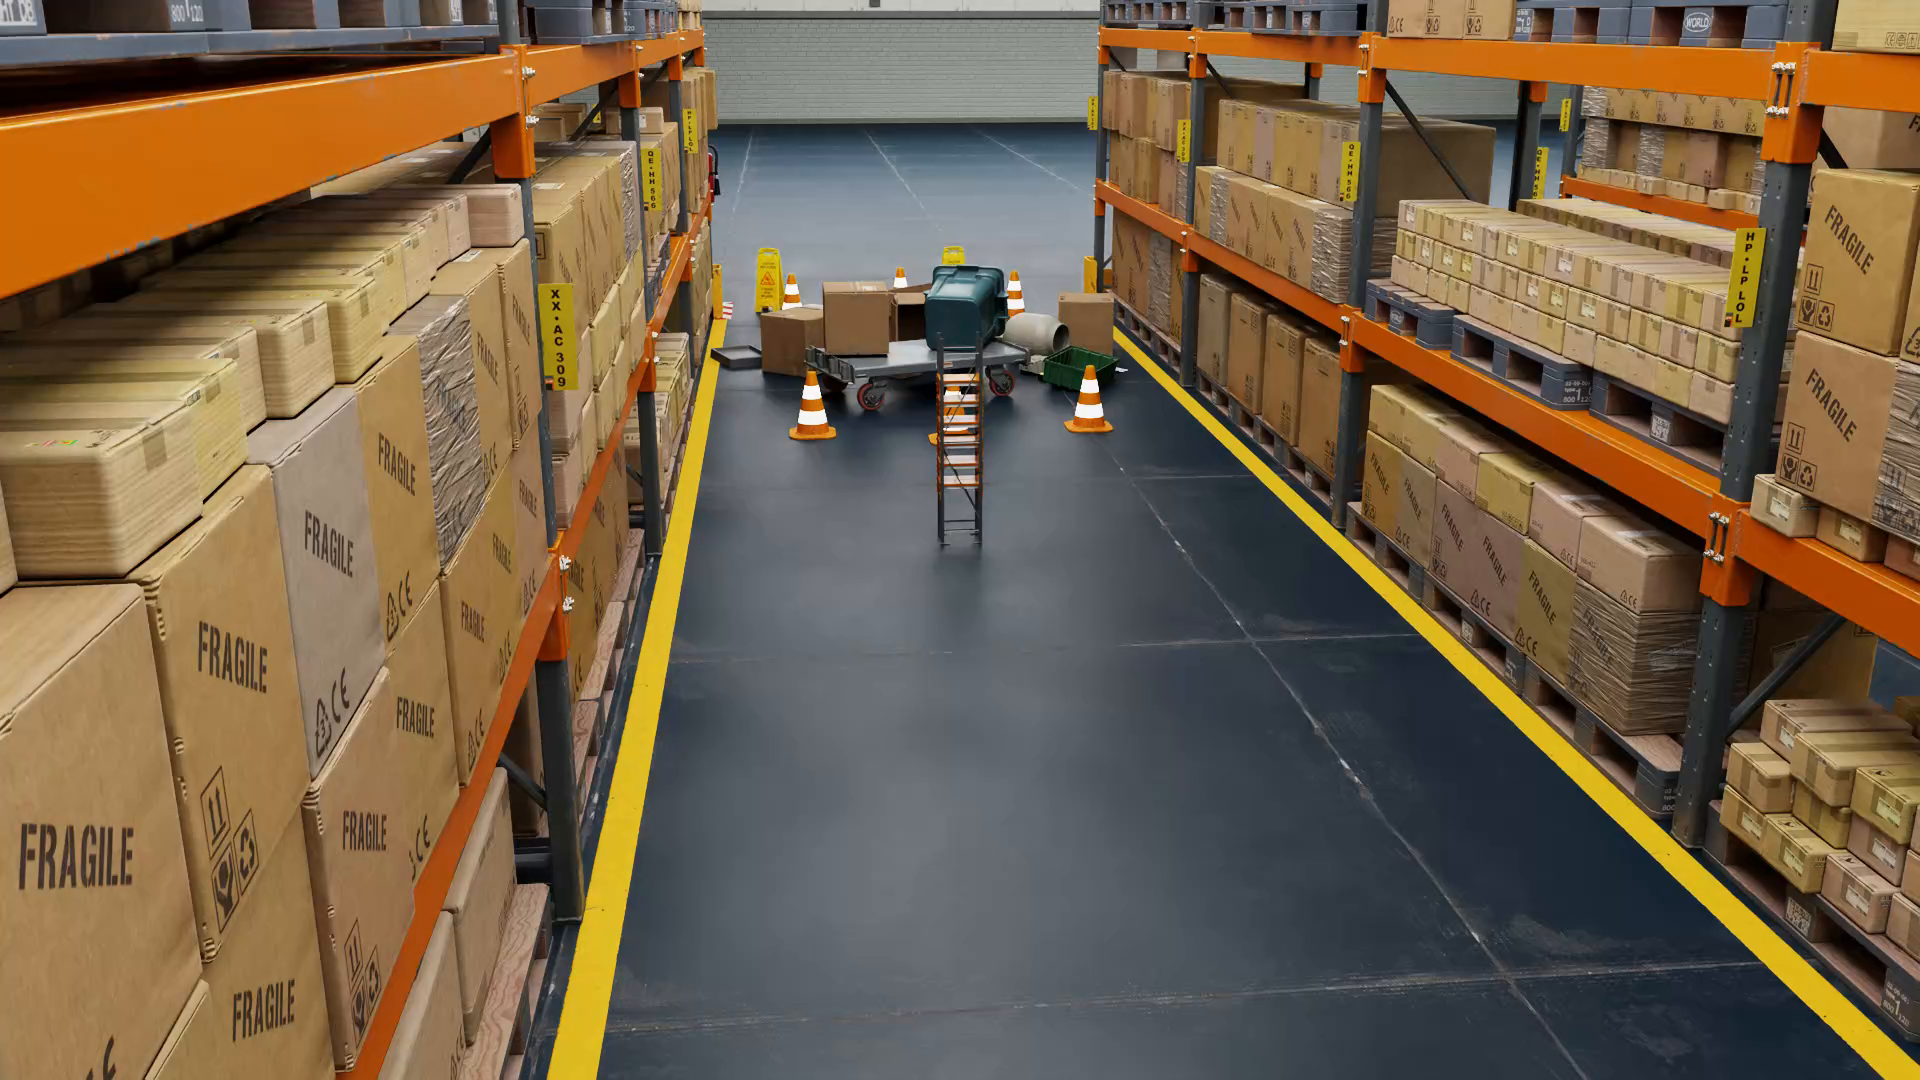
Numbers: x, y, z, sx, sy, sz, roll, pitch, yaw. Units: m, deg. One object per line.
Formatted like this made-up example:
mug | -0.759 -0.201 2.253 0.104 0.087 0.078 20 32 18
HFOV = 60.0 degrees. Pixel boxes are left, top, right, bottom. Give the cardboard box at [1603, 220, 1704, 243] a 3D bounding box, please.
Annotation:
cardboard box | 3.337 -1.450 8.013 0.380 0.149 0.250 -2 18 -6

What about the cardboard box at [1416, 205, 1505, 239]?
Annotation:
cardboard box | 2.614 -1.663 8.690 0.380 0.149 0.250 -2 18 -7

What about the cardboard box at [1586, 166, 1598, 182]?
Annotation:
cardboard box | 6.647 -3.741 17.006 0.380 0.149 0.250 -2 18 -6

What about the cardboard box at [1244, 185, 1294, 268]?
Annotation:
cardboard box | 2.257 -2.146 11.337 0.500 0.500 0.500 -2 17 -5

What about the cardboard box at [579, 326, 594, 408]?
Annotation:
cardboard box | -1.618 -0.608 6.023 0.500 0.250 0.500 -2 17 -5

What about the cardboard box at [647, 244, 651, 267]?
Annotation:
cardboard box | -2.011 -1.690 9.771 0.380 0.149 0.250 -3 18 -9

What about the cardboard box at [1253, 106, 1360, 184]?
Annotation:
cardboard box | 2.480 -2.787 11.710 0.700 0.500 0.500 -2 18 -5

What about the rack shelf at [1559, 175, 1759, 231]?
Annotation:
rack shelf | 7.054 -3.089 15.711 1.077 0.370 4.000 -2 18 -6

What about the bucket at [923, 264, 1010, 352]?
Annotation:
bucket | 0.009 -1.846 13.478 0.726 0.611 0.620 4 28 13

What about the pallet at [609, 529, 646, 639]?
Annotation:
pallet | -2.178 0.229 8.596 1.003 0.211 1.213 -2 18 -6

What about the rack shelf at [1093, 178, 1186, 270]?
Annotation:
rack shelf | 2.110 -2.966 15.319 1.077 0.370 4.000 -2 18 -6

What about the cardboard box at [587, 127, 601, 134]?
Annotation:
cardboard box | -2.781 -2.623 11.659 0.500 0.500 0.500 -2 18 -5

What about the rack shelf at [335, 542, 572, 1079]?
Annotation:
rack shelf | -1.565 0.792 3.348 1.077 0.370 4.000 -2 18 -6

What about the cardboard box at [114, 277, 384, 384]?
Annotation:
cardboard box | -1.238 -0.367 2.920 0.380 0.149 0.250 -2 18 -7

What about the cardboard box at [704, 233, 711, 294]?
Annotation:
cardboard box | -2.610 -2.583 15.533 0.500 0.500 0.500 -1 17 -4

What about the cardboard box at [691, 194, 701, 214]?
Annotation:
cardboard box | -2.433 -2.896 14.313 0.380 0.149 0.250 -2 18 -5

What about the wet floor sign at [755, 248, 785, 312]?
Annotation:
wet floor sign | -1.965 -2.689 17.164 0.267 0.644 0.232 4 18 13

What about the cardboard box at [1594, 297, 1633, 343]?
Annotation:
cardboard box | 2.821 -0.899 6.754 0.380 0.149 0.250 -2 18 -7

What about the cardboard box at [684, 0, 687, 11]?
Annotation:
cardboard box | -2.432 -4.325 13.191 0.500 0.250 0.500 -2 18 -6

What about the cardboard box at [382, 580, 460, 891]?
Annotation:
cardboard box | -1.306 0.394 3.246 0.500 0.500 0.500 -1 17 -4

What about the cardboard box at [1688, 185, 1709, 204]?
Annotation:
cardboard box | 6.866 -3.146 15.109 0.380 0.149 0.250 -2 18 -6

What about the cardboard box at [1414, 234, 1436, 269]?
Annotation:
cardboard box | 2.609 -1.513 8.711 0.380 0.149 0.250 -1 17 -3

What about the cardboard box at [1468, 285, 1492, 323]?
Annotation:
cardboard box | 2.690 -1.143 8.028 0.380 0.149 0.250 -1 17 -4

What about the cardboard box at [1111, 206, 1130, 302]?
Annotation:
cardboard box | 2.040 -2.892 16.727 0.875 0.875 0.875 -2 18 -5

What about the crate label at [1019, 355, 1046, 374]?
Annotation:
crate label | 0.654 -1.498 14.218 0.250 0.136 0.298 16 24 42

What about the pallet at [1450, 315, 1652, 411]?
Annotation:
pallet | 2.974 -0.842 7.671 1.003 0.211 1.213 -2 18 -6

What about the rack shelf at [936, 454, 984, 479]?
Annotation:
rack shelf | -0.001 -0.420 9.560 0.258 0.103 0.180 -2 18 -6

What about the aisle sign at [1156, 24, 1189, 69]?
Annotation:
aisle sign | 2.195 -5.176 16.816 0.394 0.787 0.004 -2 18 -6

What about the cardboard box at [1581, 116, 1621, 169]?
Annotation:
cardboard box | 6.877 -4.053 16.917 0.875 0.500 0.500 -2 18 -6

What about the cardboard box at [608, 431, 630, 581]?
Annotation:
cardboard box | -2.195 -0.317 8.525 0.875 0.875 0.875 -2 18 -6

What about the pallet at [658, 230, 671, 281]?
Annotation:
pallet | -2.429 -1.836 10.837 1.003 0.211 1.213 -2 18 -6

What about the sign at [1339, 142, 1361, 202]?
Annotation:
sign | 2.177 -2.056 9.286 0.100 0.325 0.005 -2 18 -6

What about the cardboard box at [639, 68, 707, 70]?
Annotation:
cardboard box | -2.695 -4.093 15.372 0.700 0.500 0.500 -2 18 -5

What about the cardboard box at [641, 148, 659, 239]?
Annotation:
cardboard box | -2.061 -2.025 9.755 0.500 0.500 0.500 -1 17 -3

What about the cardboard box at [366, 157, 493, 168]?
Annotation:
cardboard box | -2.278 -1.407 7.315 0.500 0.500 0.500 -1 17 -4

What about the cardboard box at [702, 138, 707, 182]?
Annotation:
cardboard box | -2.632 -3.609 15.503 0.500 0.500 0.500 -2 18 -6

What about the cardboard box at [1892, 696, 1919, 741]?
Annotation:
cardboard box | 3.437 0.644 5.684 0.380 0.149 0.250 -1 17 -4

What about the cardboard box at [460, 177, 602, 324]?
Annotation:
cardboard box | -1.660 -1.112 6.375 0.500 0.500 0.500 -2 18 -7

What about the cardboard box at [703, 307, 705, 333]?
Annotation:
cardboard box | -2.513 -1.920 14.674 0.500 0.250 0.500 -2 18 -6

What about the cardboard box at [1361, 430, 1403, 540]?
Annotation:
cardboard box | 2.548 -0.311 9.132 0.500 0.500 0.500 -3 18 -8

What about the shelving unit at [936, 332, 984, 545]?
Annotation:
shelving unit | -0.002 -0.577 9.511 0.258 1.200 0.189 -2 18 -6

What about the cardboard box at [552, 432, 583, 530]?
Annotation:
cardboard box | -1.554 -0.215 5.604 0.500 0.250 0.500 -2 18 -7

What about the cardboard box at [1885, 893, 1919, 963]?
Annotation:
cardboard box | 3.040 1.174 4.989 0.380 0.149 0.250 -2 18 -7

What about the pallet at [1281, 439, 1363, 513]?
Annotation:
pallet | 2.723 -0.429 10.690 1.003 0.211 1.213 -2 18 -6

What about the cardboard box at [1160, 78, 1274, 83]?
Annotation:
cardboard box | 2.221 -3.737 14.519 0.875 0.550 0.550 -2 18 -6

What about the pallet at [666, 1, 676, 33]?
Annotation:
pallet | -2.639 -3.685 11.712 1.213 0.211 1.003 -2 18 -6

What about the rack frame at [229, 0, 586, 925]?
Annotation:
rack frame | -1.772 -0.147 5.138 1.000 3.000 0.127 -2 18 -6

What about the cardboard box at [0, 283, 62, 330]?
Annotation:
cardboard box | -1.790 -0.348 2.857 0.380 0.149 0.250 -1 17 -4

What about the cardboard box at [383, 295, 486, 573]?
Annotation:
cardboard box | -1.342 -0.237 3.588 0.500 0.500 0.500 -2 17 -5

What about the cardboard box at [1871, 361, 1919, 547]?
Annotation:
cardboard box | 3.000 -0.217 4.698 0.500 0.500 0.500 -2 18 -6

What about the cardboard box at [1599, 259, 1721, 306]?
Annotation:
cardboard box | 2.826 -1.043 6.718 0.380 0.149 0.250 -2 18 -6

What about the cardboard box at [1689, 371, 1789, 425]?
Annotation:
cardboard box | 2.904 -0.523 6.053 0.380 0.149 0.250 -2 18 -7

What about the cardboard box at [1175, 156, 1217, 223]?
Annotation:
cardboard box | 2.267 -2.895 13.639 0.875 0.550 0.550 -2 18 -6
